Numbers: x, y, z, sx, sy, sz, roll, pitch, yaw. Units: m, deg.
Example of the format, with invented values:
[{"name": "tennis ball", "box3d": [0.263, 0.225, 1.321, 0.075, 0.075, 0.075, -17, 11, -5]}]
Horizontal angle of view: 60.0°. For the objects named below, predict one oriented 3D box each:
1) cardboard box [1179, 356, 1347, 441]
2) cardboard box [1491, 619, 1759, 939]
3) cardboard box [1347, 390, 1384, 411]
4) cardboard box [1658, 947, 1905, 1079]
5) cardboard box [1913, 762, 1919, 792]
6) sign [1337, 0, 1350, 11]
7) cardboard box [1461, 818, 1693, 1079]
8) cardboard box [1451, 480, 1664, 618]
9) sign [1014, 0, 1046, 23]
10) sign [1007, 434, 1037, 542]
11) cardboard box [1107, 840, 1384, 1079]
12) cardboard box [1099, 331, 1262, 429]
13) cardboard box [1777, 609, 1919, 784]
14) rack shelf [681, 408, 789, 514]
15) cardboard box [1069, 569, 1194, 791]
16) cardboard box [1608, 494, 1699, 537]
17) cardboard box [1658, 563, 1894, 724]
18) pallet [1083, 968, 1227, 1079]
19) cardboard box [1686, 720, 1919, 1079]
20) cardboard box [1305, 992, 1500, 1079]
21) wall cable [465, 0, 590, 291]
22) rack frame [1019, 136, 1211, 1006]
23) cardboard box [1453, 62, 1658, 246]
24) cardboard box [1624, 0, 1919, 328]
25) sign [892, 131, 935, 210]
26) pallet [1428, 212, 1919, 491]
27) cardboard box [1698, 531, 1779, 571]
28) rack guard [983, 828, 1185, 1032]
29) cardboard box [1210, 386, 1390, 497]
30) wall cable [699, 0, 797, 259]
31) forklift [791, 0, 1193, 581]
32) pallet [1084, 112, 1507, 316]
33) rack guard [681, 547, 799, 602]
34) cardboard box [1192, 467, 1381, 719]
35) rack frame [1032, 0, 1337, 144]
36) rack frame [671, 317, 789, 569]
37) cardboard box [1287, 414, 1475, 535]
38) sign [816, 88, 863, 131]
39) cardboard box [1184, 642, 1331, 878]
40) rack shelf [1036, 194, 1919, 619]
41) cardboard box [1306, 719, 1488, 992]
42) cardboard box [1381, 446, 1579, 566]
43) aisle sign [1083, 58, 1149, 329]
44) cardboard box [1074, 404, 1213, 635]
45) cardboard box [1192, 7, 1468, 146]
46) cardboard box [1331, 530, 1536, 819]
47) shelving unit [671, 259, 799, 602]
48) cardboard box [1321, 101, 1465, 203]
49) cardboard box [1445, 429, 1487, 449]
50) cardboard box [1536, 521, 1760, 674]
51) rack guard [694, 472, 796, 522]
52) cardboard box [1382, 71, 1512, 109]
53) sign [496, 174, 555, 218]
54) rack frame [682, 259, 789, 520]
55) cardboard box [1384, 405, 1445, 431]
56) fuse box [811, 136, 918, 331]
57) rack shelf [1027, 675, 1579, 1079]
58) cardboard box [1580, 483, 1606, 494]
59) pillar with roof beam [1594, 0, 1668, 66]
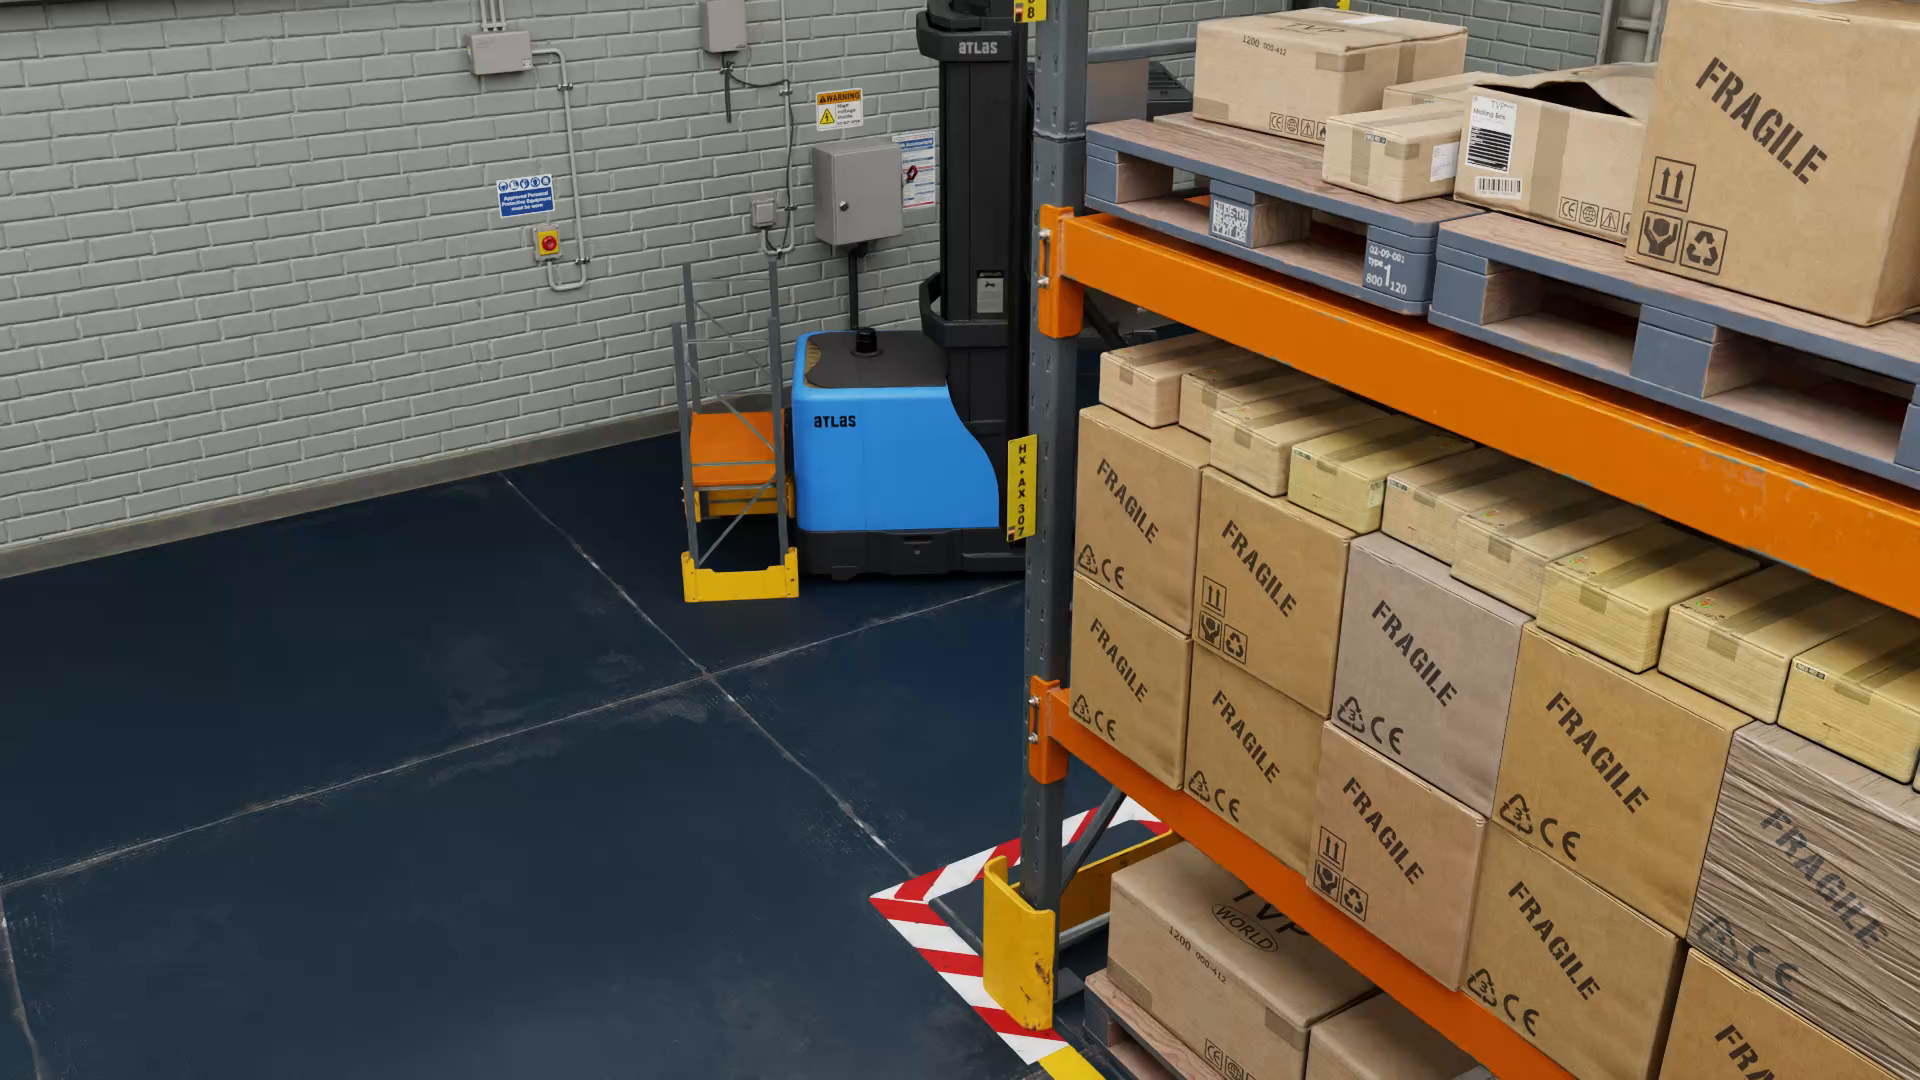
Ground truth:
[{"name": "cardboard box", "box3d": [0.817, -0.375, 4.482, 0.380, 0.149, 0.250, -15, 29, -28]}, {"name": "cardboard box", "box3d": [1.525, 0.431, 3.534, 0.500, 0.500, 0.500, -15, 29, -29]}, {"name": "cardboard box", "box3d": [1.175, -0.477, 4.698, 0.380, 0.149, 0.250, -15, 29, -29]}, {"name": "cardboard box", "box3d": [1.797, 1.067, 3.359, 0.500, 0.500, 0.500, -16, 30, -30]}, {"name": "cardboard box", "box3d": [1.901, 0.372, 2.899, 0.380, 0.149, 0.250, -16, 30, -30]}, {"name": "sign", "box3d": [1.115, -1.695, 4.870, 0.100, 0.325, 0.005, -16, 29, -30]}, {"name": "cardboard box", "box3d": [1.524, 0.876, 3.763, 0.500, 0.500, 0.500, -14, 29, -28]}, {"name": "cardboard box", "box3d": [1.310, 0.015, 3.656, 0.380, 0.149, 0.250, -15, 29, -29]}, {"name": "sign", "box3d": [0.185, -1.513, 4.312, 0.100, 0.325, 0.005, -16, 29, -30]}, {"name": "sign", "box3d": [0.185, -0.153, 4.954, 0.100, 0.325, 0.005, -16, 29, -30]}, {"name": "cardboard box", "box3d": [1.097, 1.329, 5.431, 0.875, 0.438, 0.875, -17, 30, -31]}, {"name": "cardboard box", "box3d": [0.615, -0.452, 4.646, 0.380, 0.149, 0.250, -15, 29, -29]}, {"name": "cardboard box", "box3d": [1.757, 0.279, 3.097, 0.380, 0.149, 0.250, -16, 30, -31]}, {"name": "rack shelf", "box3d": [-1.180, -0.432, 8.828, 0.538, 0.185, 1.000, -3, 25, -5]}, {"name": "cardboard box", "box3d": [0.674, 0.340, 4.898, 0.500, 0.500, 0.500, -16, 30, -30]}, {"name": "cardboard box", "box3d": [1.759, -0.118, 3.939, 0.380, 0.149, 0.250, -15, 29, -28]}, {"name": "cardboard box", "box3d": [1.610, 0.195, 3.276, 0.380, 0.149, 0.250, -16, 29, -30]}, {"name": "pallet", "box3d": [1.155, 1.676, 5.453, 1.003, 0.211, 1.213, -16, 29, -30]}, {"name": "cardboard box", "box3d": [1.792, 0.613, 3.150, 0.500, 0.500, 0.500, -15, 29, -29]}, {"name": "cardboard box", "box3d": [1.603, 1.654, 4.742, 0.875, 0.438, 0.875, -15, 29, -28]}, {"name": "wall cable", "box3d": [-2.445, -2.338, 9.462, 0.585, 1.953, 0.123, -16, 29, -30]}, {"name": "rack frame", "box3d": [0.653, 0.147, 5.425, 1.000, 3.000, 0.127, -16, 29, -30]}, {"name": "cardboard box", "box3d": [1.428, -0.857, 3.534, 0.500, 0.311, 0.500, -15, 29, -29]}, {"name": "cardboard box", "box3d": [1.628, -0.734, 3.051, 0.500, 0.500, 0.500, -15, 29, -29]}, {"name": "sign", "box3d": [-0.305, -2.448, 11.033, 0.329, 0.494, 0.001, -16, 29, -30]}, {"name": "pallet", "box3d": [1.737, -0.470, 3.321, 1.003, 0.211, 1.213, -16, 29, -30]}, {"name": "cardboard box", "box3d": [1.887, -0.020, 3.731, 0.380, 0.149, 0.250, -14, 29, -28]}, {"name": "rack guard", "box3d": [0.640, 1.269, 5.977, 1.175, 0.500, 0.348, -16, 29, -30]}, {"name": "cardboard box", "box3d": [0.863, -0.255, 4.229, 0.380, 0.149, 0.250, -15, 29, -28]}, {"name": "wall cable", "box3d": [-1.263, -2.658, 10.178, 0.588, 1.984, 0.122, -16, 29, -30]}, {"name": "forklift", "box3d": [0.623, -1.342, 8.659, 3.031, 2.935, 1.130, -2, 25, -3]}, {"name": "pallet", "box3d": [1.067, -0.906, 4.246, 1.003, 0.211, 1.213, -16, 29, -30]}, {"name": "rack guard", "box3d": [-1.131, 0.179, 8.578, 0.587, 0.250, 0.087, -3, 25, -5]}, {"name": "cardboard box", "box3d": [0.964, 0.071, 4.298, 0.500, 0.500, 0.500, -16, 30, -31]}, {"name": "rack frame", "box3d": [0.653, -2.566, 4.144, 1.000, 3.000, 0.127, -16, 29, -30]}, {"name": "rack frame", "box3d": [-1.130, -0.378, 8.293, 0.500, 1.500, 0.032, -3, 25, -5]}, {"name": "cardboard box", "box3d": [1.022, -0.165, 4.038, 0.380, 0.149, 0.250, -17, 30, -31]}, {"name": "sign", "box3d": [-0.765, -2.736, 10.565, 0.339, 0.242, 0.001, -16, 29, -30]}, {"name": "cardboard box", "box3d": [0.974, 0.515, 4.529, 0.500, 0.500, 0.500, -16, 30, -30]}, {"name": "rack shelf", "box3d": [1.745, -0.169, 3.423, 1.077, 0.370, 4.000, -16, 29, -30]}, {"name": "cardboard box", "box3d": [1.236, 0.701, 4.134, 0.500, 0.500, 0.500, -16, 29, -30]}, {"name": "cardboard box", "box3d": [1.210, -0.084, 3.865, 0.380, 0.149, 0.250, -15, 29, -29]}, {"name": "aisle sign", "box3d": [0.371, -0.987, 4.781, 0.394, 0.787, 0.004, -16, 29, -30]}, {"name": "cardboard box", "box3d": [0.676, -0.112, 4.686, 0.500, 0.500, 0.500, -16, 30, -31]}, {"name": "cardboard box", "box3d": [0.974, -1.237, 4.409, 0.500, 0.250, 0.500, -19, 31, -34]}, {"name": "cardboard box", "box3d": [1.252, 0.253, 3.912, 0.500, 0.500, 0.500, -16, 30, -30]}, {"name": "shelving unit", "box3d": [-1.181, -0.598, 8.759, 0.587, 1.500, 1.083, -3, 25, -5]}, {"name": "cardboard box", "box3d": [1.054, -0.888, 3.789, 0.380, 0.149, 0.250, -14, 29, -28]}, {"name": "cardboard box", "box3d": [1.490, -0.304, 4.333, 0.380, 0.149, 0.250, -15, 29, -28]}, {"name": "cardboard box", "box3d": [1.426, 0.112, 3.450, 0.380, 0.149, 0.250, -16, 30, -31]}, {"name": "rack guard", "box3d": [-1.230, -0.244, 9.474, 0.587, 0.250, 0.087, -3, 25, -5]}, {"name": "cardboard box", "box3d": [1.270, -1.060, 4.152, 0.380, 0.149, 0.250, -18, 31, -33]}, {"name": "sign", "box3d": [-2.519, -1.997, 9.650, 0.327, 0.218, 0.001, -16, 29, -30]}, {"name": "rack frame", "box3d": [-1.231, -0.810, 9.208, 0.500, 1.500, 0.032, -3, 25, -5]}, {"name": "cardboard box", "box3d": [1.387, -0.404, 4.544, 0.380, 0.149, 0.250, -16, 30, -30]}, {"name": "fuse box", "box3d": [-0.605, -1.719, 10.887, 0.539, 1.711, 0.414, -16, 29, -30]}, {"name": "rack shelf", "box3d": [1.745, 1.188, 4.063, 1.077, 0.370, 4.000, -16, 29, -30]}, {"name": "cardboard box", "box3d": [1.573, -0.194, 4.100, 0.380, 0.149, 0.250, -16, 30, -30]}, {"name": "pillar with roof beam", "box3d": [0.486, -3.895, 6.960, 9.100, 9.000, 0.400, -16, 29, -30]}]
